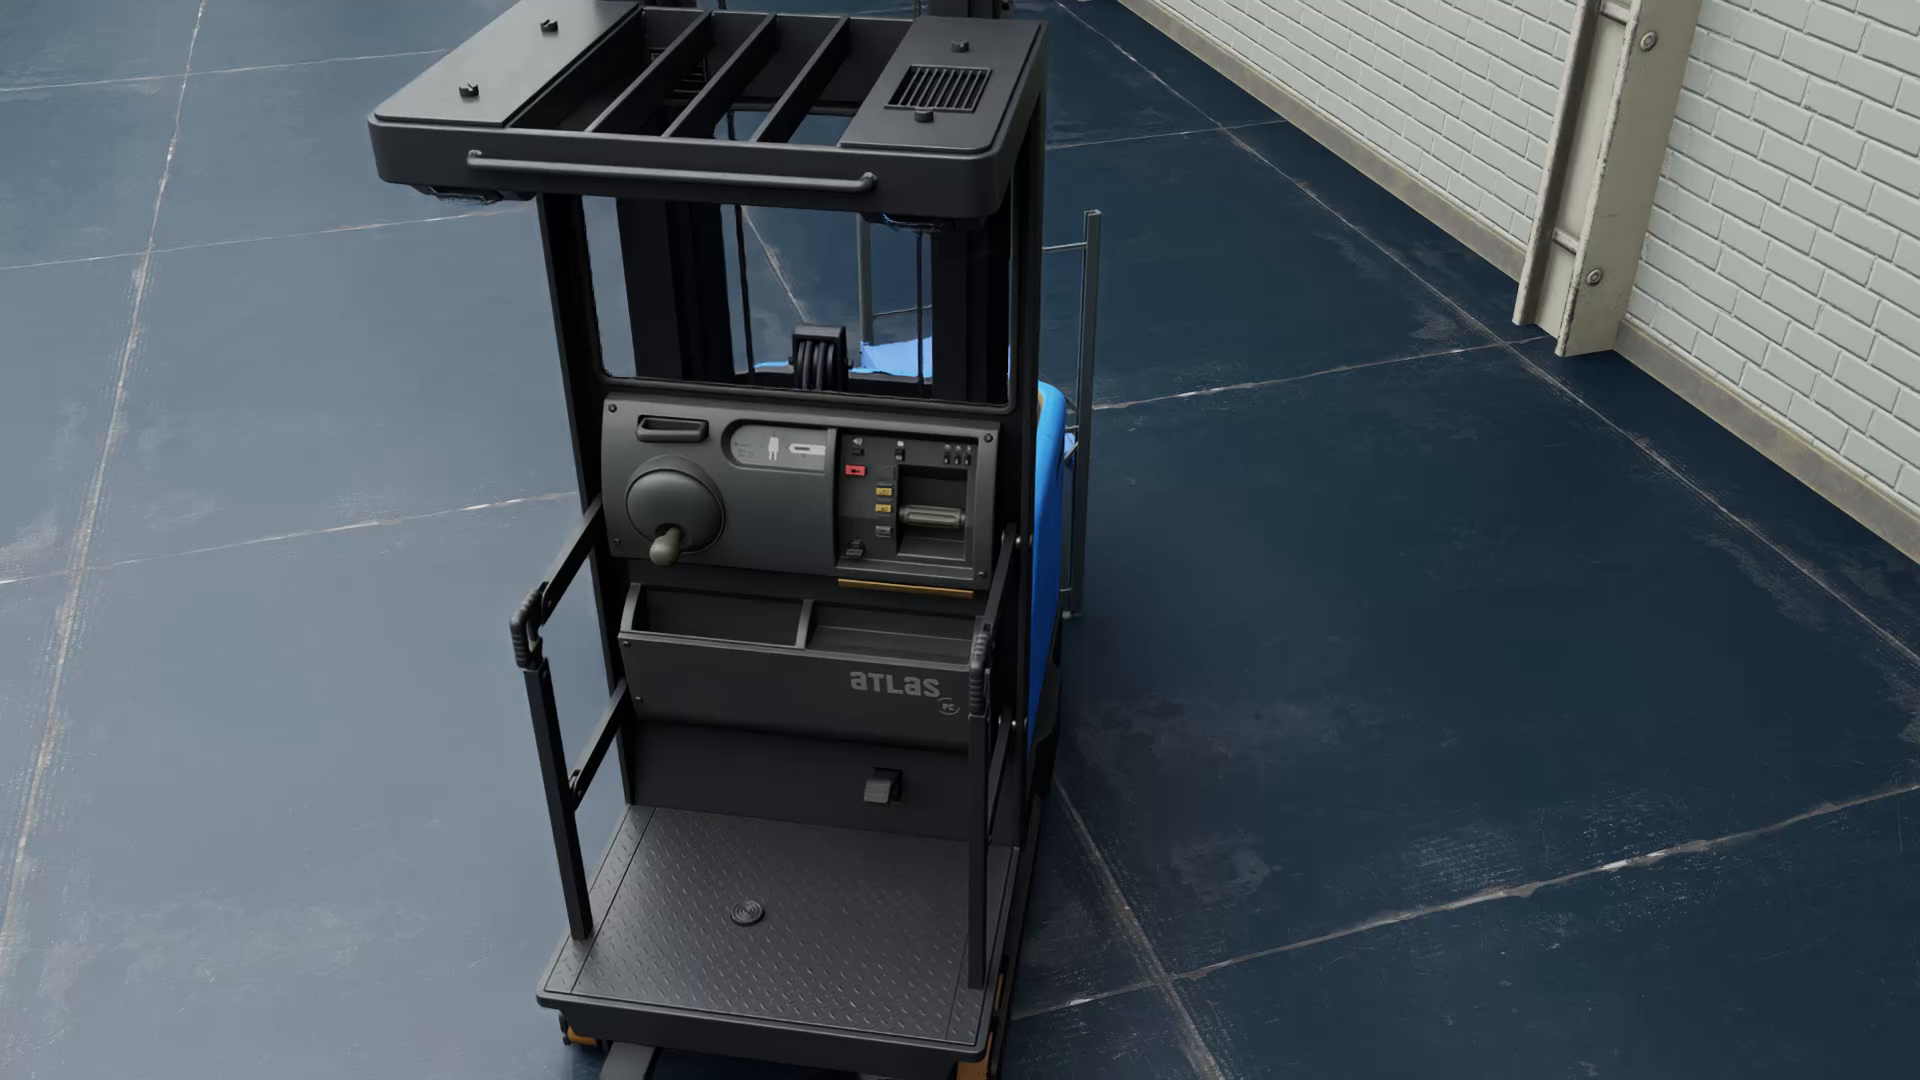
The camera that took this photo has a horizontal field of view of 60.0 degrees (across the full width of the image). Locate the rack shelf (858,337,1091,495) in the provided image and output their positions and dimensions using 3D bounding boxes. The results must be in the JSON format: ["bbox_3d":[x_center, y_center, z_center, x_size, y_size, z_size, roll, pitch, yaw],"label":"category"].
[{"bbox_3d":[0.030,-0.443,5.886,0.538,0.185,1.000,-10,35,-15],"label":"rack shelf"}]

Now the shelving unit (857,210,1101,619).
[{"bbox_3d":[0.030,-0.593,5.786,0.538,1.500,1.048,-10,35,-15],"label":"shelving unit"}]

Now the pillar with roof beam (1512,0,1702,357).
[{"bbox_3d":[-1.303,-3.984,4.116,9.100,9.000,0.400,-10,35,-15],"label":"pillar with roof beam"}]

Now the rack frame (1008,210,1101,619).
[{"bbox_3d":[0.185,-0.326,5.383,0.500,1.500,0.032,-10,35,-15],"label":"rack frame"}]

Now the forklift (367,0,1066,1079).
[{"bbox_3d":[-0.407,-0.051,3.669,1.130,2.935,3.031,5,34,8],"label":"forklift"}]

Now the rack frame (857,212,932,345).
[{"bbox_3d":[-0.126,-0.860,6.190,0.500,1.500,0.032,-10,35,-15],"label":"rack frame"}]
